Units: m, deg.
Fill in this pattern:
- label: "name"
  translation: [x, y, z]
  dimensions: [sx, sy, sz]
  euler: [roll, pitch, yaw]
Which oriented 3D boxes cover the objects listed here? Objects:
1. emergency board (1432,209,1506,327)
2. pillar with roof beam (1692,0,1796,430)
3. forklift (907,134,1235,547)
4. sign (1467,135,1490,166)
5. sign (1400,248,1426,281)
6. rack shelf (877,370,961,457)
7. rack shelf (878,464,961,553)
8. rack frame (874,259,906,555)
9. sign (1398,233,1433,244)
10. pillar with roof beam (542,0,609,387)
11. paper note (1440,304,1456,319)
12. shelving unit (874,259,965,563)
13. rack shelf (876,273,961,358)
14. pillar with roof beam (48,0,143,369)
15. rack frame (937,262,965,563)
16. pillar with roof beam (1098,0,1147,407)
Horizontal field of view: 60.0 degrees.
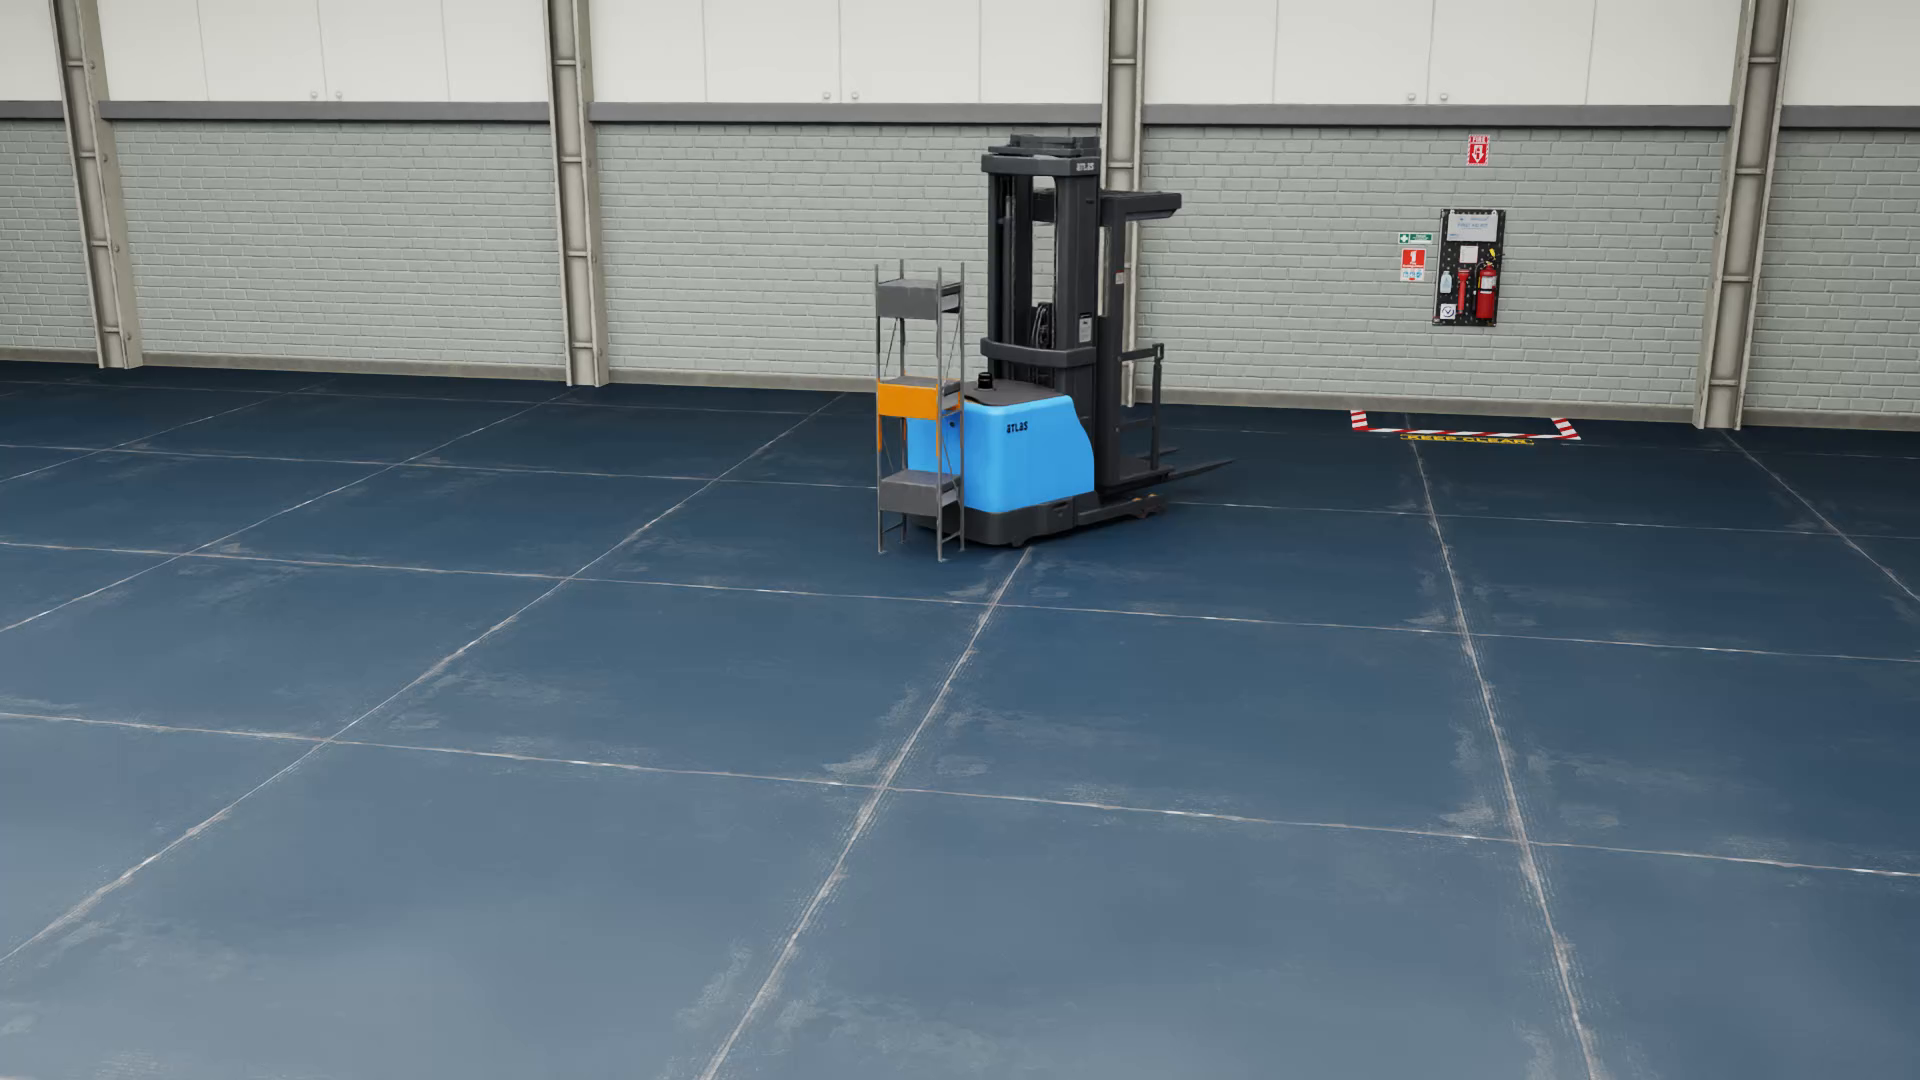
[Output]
- label: "emergency board"
  translation: [5.125, -2.722, 16.699]
  dimensions: [0.643, 1.169, 0.194]
  euler: [3, 16, 11]
- label: "pillar with roof beam"
  translation: [6.681, -4.345, 11.322]
  dimensions: [0.400, 9.000, 9.100]
  euler: [3, 16, 11]
- label: "forklift"
  translation: [1.007, -1.671, 13.035]
  dimensions: [3.031, 2.935, 1.130]
  euler: [-14, 21, -41]
- label: "sign"
  translation: [5.137, -3.865, 16.485]
  dimensions: [0.199, 0.298, 0.001]
  euler: [3, 16, 11]
- label: "sign"
  translation: [4.604, -2.795, 16.897]
  dimensions: [0.234, 0.329, 0.001]
  euler: [3, 16, 11]
- label: "rack shelf"
  translation: [-0.280, -0.911, 11.897]
  dimensions: [0.480, 0.518, 0.431]
  euler: [8, 17, 25]
- label: "rack shelf"
  translation: [-0.280, -0.236, 12.084]
  dimensions: [0.480, 0.518, 0.431]
  euler: [8, 17, 25]
- label: "rack frame"
  translation: [-0.499, -0.953, 11.997]
  dimensions: [0.015, 2.100, 0.400]
  euler: [8, 17, 25]
- label: "sign"
  translation: [4.606, -3.048, 16.817]
  dimensions: [0.331, 0.109, 0.001]
  euler: [3, 16, 11]
- label: "pillar with roof beam"
  translation: [-5.078, -4.984, 13.626]
  dimensions: [0.400, 9.000, 9.100]
  euler: [3, 16, 11]
- label: "paper note"
  translation: [4.965, -2.325, 16.915]
  dimensions: [0.142, 0.148, 0.016]
  euler: [3, 16, 11]
- label: "shelving unit"
  translation: [-0.280, -0.924, 11.893]
  dimensions: [0.503, 2.100, 0.431]
  euler: [8, 17, 25]
- label: "rack shelf"
  translation: [-0.280, -1.585, 11.710]
  dimensions: [0.480, 0.518, 0.431]
  euler: [8, 17, 25]
- label: "pillar with roof beam"
  translation: [-10.958, -5.303, 14.778]
  dimensions: [0.400, 9.000, 9.100]
  euler: [3, 16, 11]
- label: "rack frame"
  translation: [-0.062, -0.895, 11.789]
  dimensions: [0.015, 2.100, 0.400]
  euler: [8, 17, 25]
- label: "pillar with roof beam"
  translation: [0.801, -4.664, 12.474]
  dimensions: [0.400, 9.000, 9.100]
  euler: [3, 16, 11]
